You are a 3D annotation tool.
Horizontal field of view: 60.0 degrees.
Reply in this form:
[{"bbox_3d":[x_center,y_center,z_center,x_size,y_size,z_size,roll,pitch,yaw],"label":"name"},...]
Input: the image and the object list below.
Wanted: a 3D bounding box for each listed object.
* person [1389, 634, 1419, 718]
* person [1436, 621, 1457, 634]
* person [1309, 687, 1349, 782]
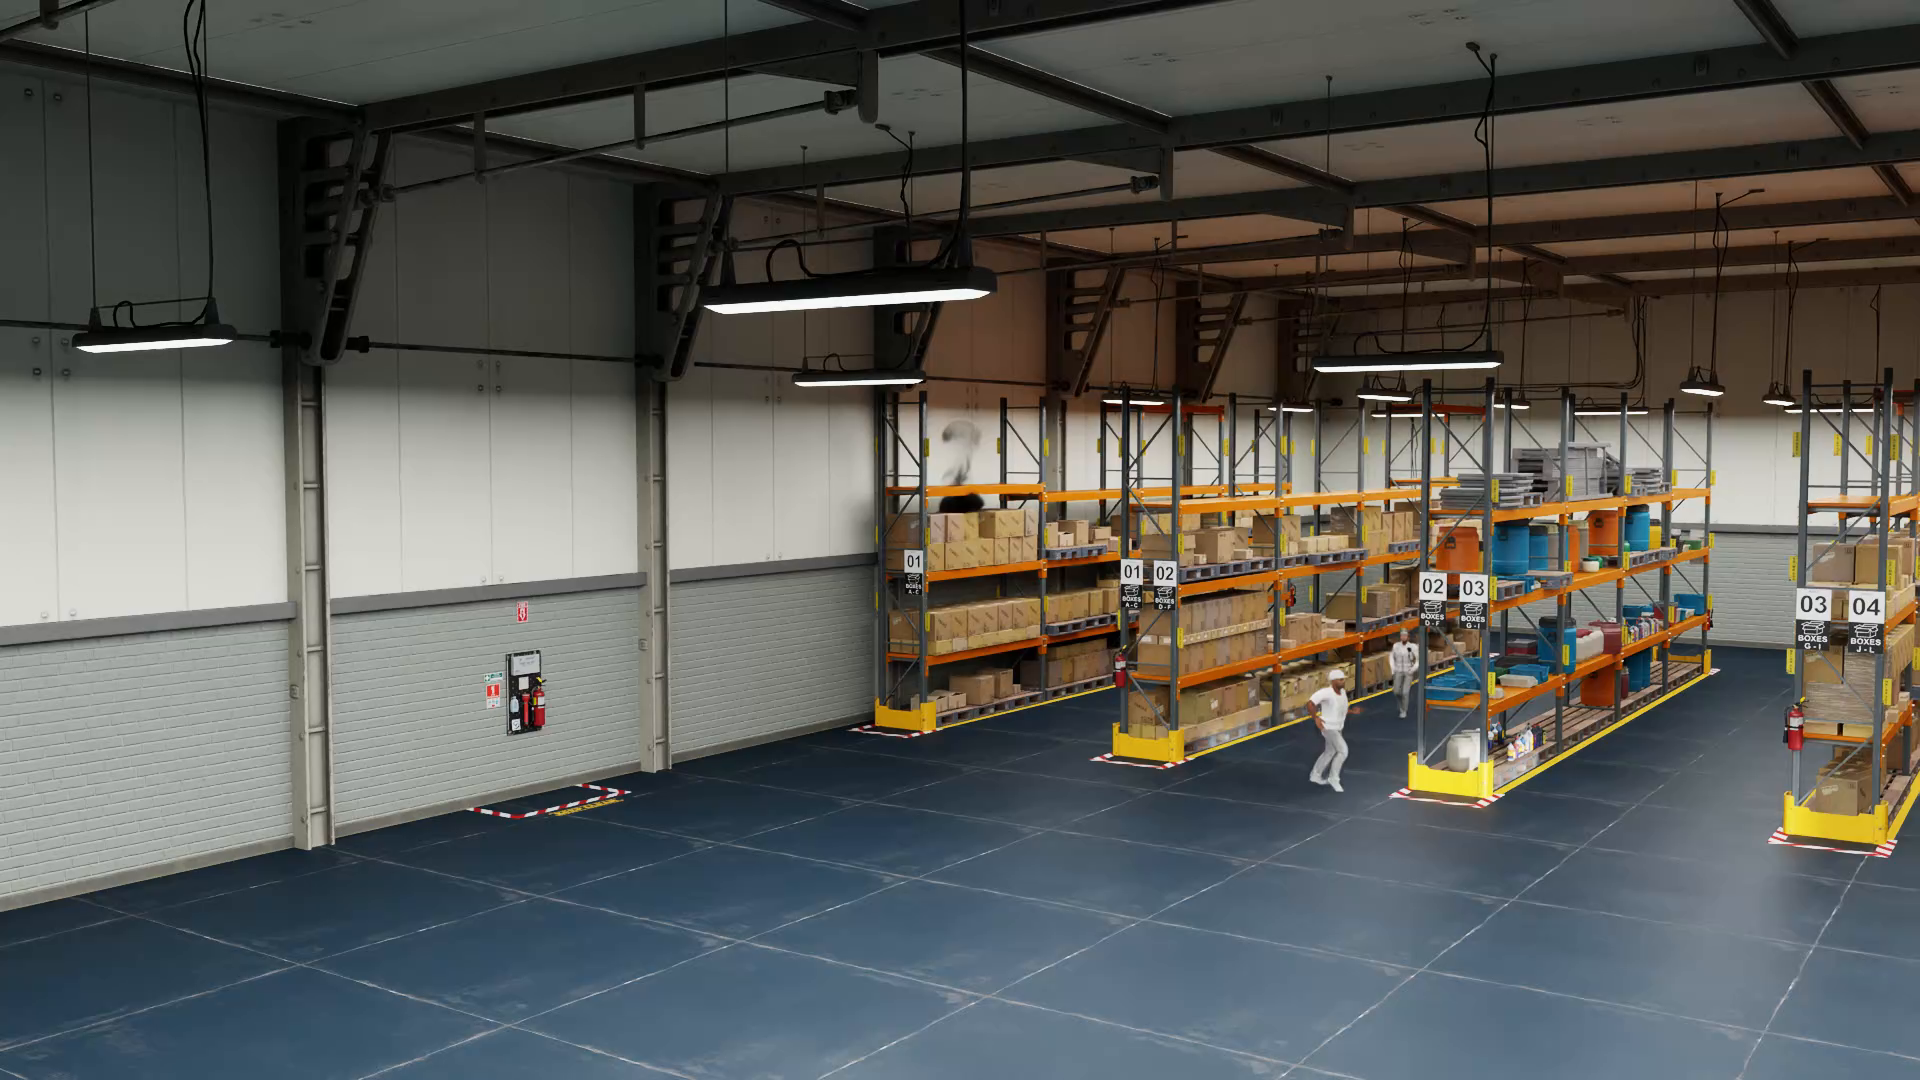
[{"bbox_3d":[8.314,2.481,31.012,0.638,1.624,0.509,2,4,27],"label":"person"},{"bbox_3d":[12.182,2.154,41.535,0.528,0.975,0.381,2,4,32],"label":"person"},{"bbox_3d":[5.409,2.835,24.347,0.669,1.383,0.675,3,4,42],"label":"person"}]
